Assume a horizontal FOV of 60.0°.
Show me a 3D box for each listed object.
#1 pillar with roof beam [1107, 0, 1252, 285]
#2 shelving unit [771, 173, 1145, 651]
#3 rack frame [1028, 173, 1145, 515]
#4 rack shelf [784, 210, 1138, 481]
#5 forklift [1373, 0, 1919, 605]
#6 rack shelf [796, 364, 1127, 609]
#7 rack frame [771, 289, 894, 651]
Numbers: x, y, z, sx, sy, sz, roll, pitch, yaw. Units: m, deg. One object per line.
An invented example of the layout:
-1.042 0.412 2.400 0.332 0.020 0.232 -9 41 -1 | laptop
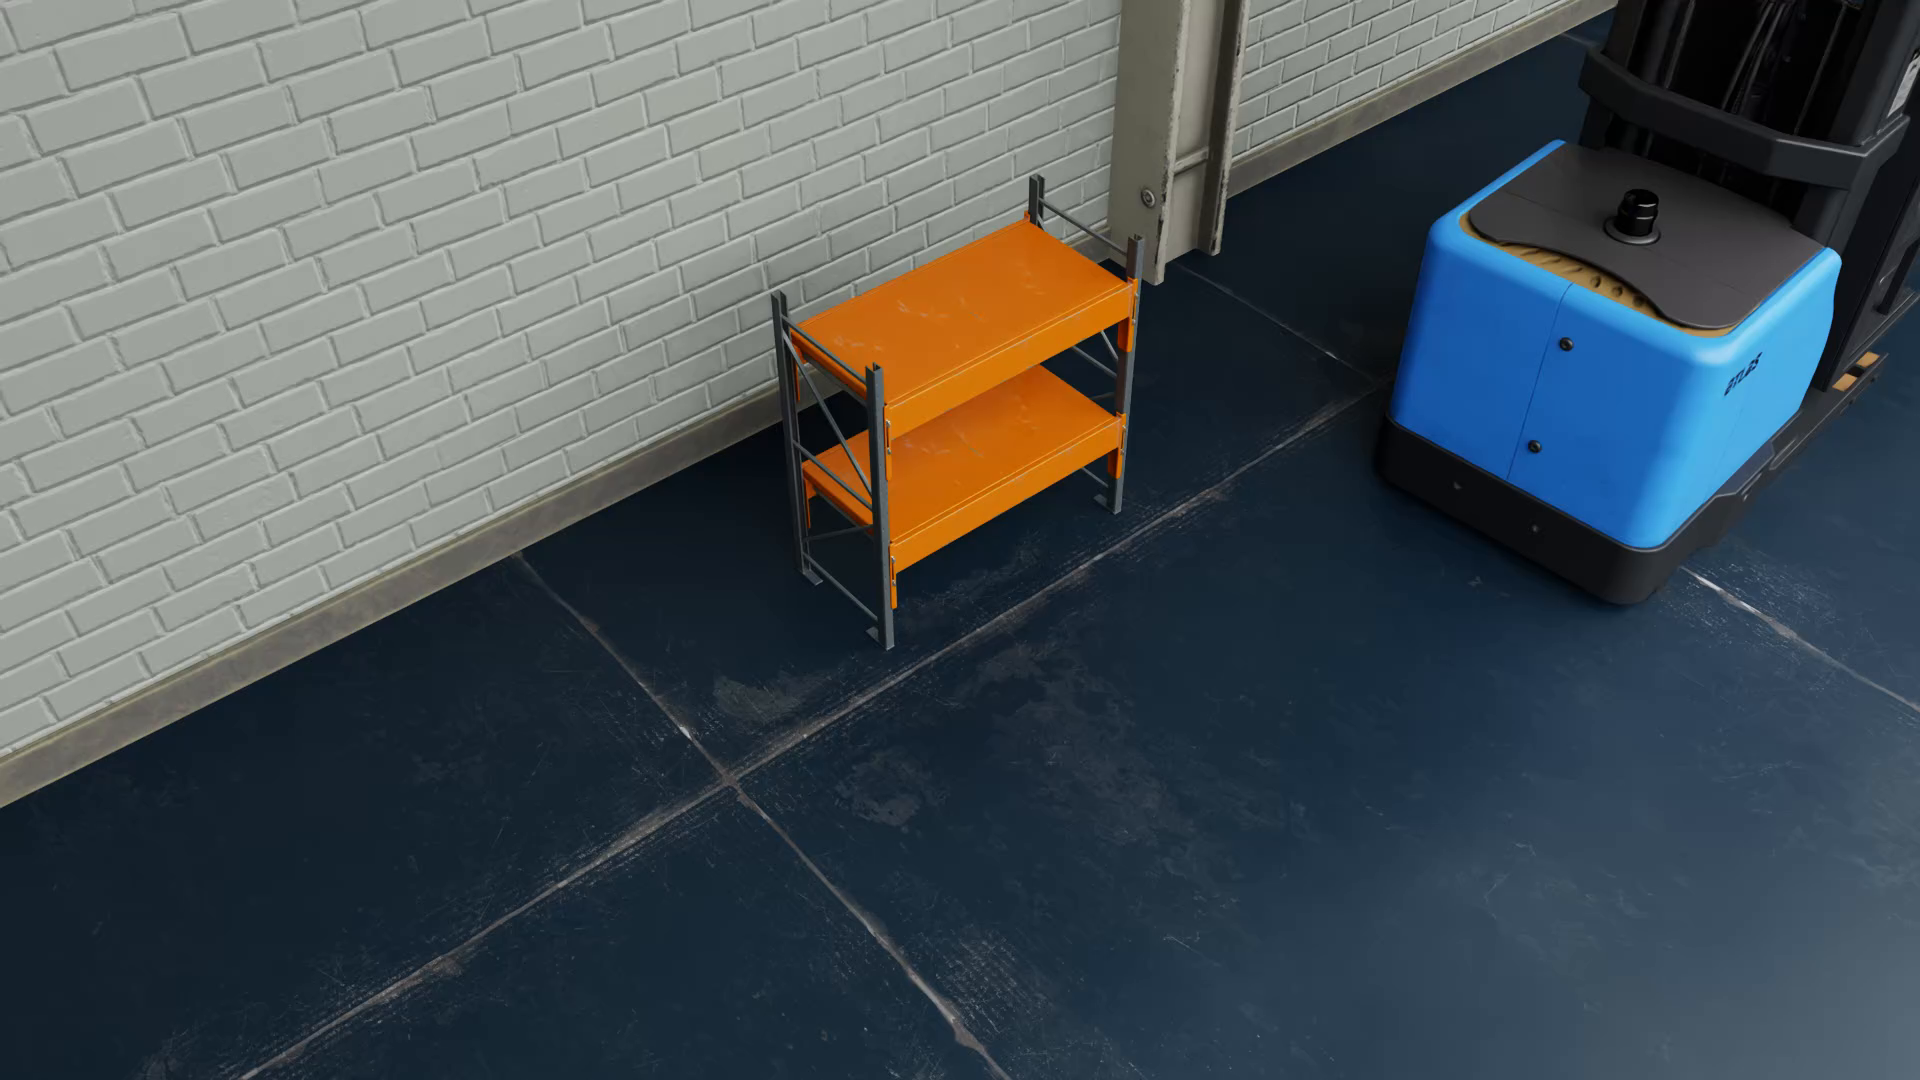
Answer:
3.619 -2.237 1.558 0.400 9.000 9.100 -30 51 -28 | pillar with roof beam
0.005 -0.413 5.368 1.048 1.125 0.538 -30 51 -28 | shelving unit
0.395 -0.636 5.606 0.032 1.125 0.500 -30 51 -28 | rack frame
0.005 -0.626 5.168 1.000 0.278 0.538 -30 51 -28 | rack shelf
2.871 -1.760 5.483 3.031 2.935 1.130 -34 53 -31 | forklift
0.005 -0.235 5.535 1.000 0.278 0.538 -30 51 -28 | rack shelf
-0.385 -0.190 5.130 0.032 1.125 0.500 -30 51 -28 | rack frame
